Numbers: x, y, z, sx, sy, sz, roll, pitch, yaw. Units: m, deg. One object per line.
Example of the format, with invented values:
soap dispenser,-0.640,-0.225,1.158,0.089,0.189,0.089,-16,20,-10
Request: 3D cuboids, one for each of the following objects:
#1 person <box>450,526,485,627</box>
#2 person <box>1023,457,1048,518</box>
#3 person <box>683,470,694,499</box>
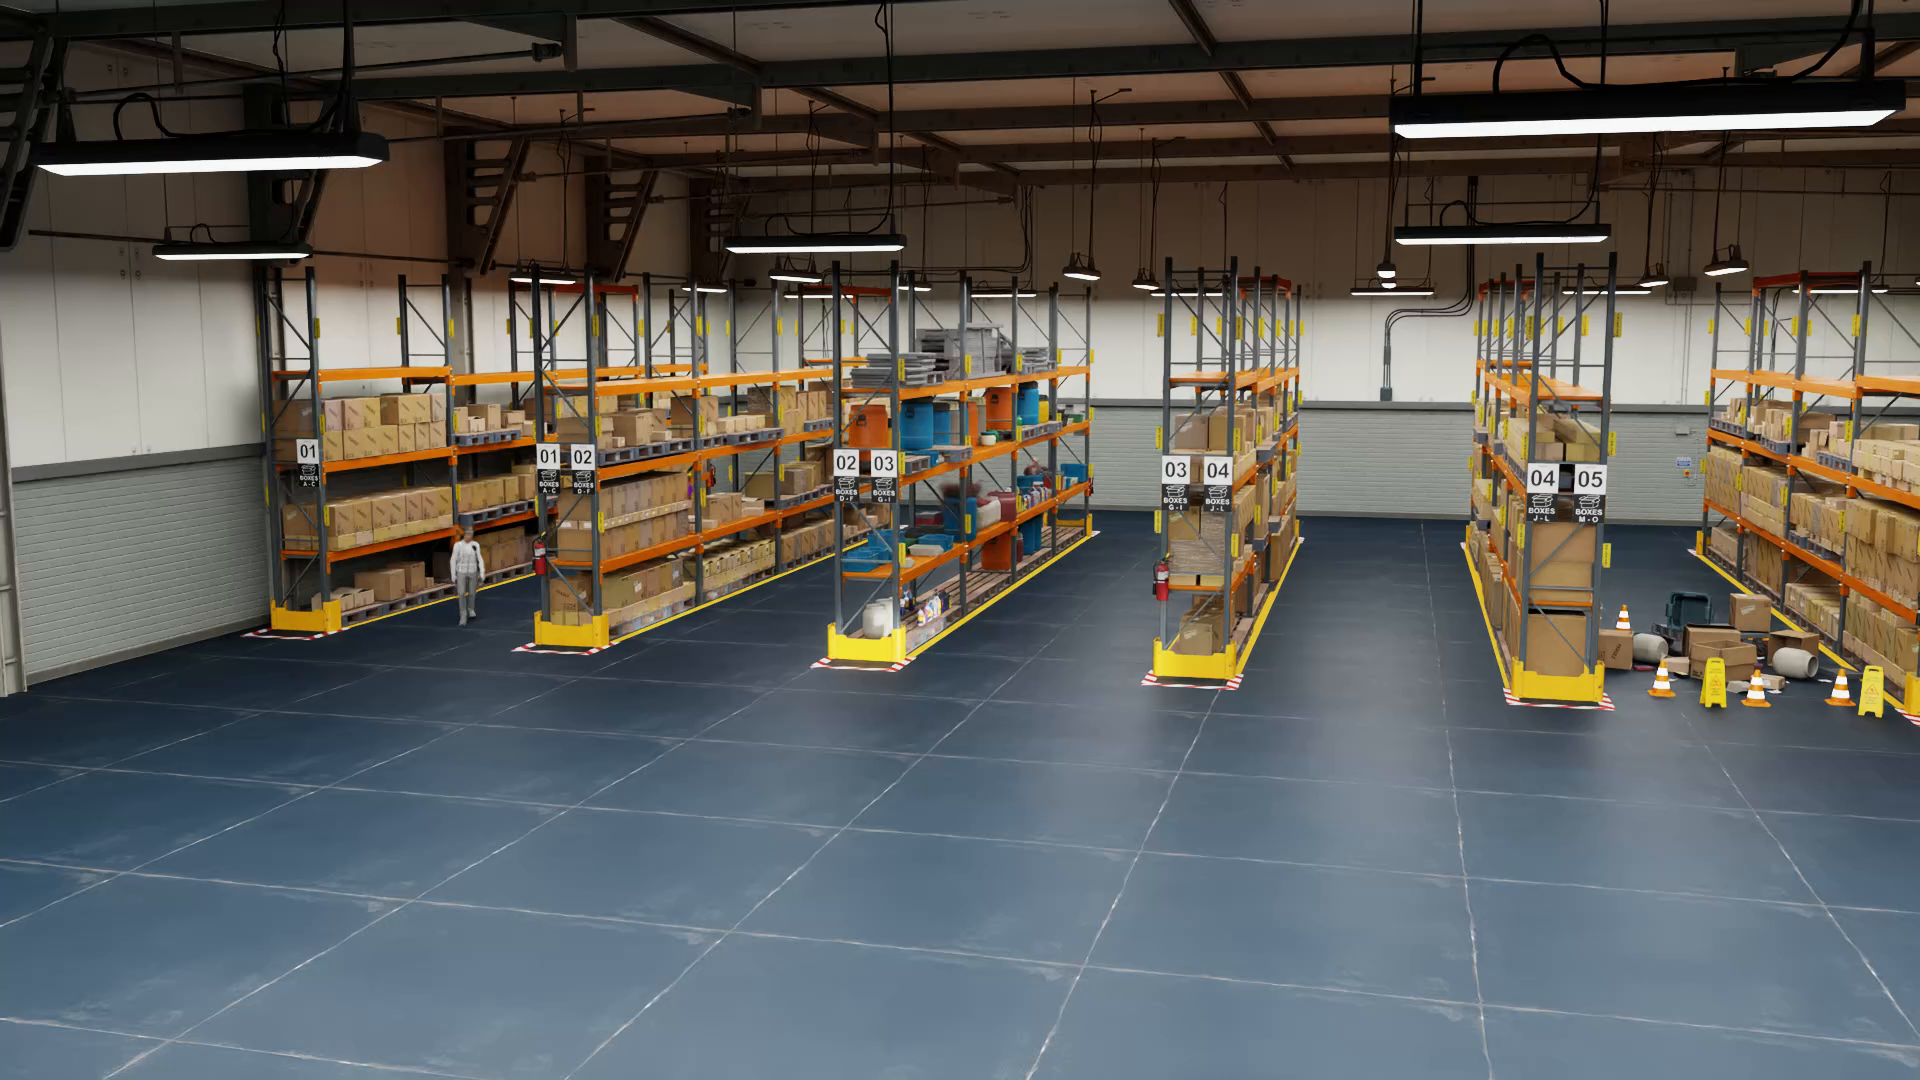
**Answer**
person,-8.431,0.583,28.473,0.556,1.666,0.915,-2,8,-19
person,2.022,-1.365,43.711,0.733,1.680,0.677,3,8,24
person,-6.338,-0.723,38.299,0.497,1.769,0.607,-5,9,-35
